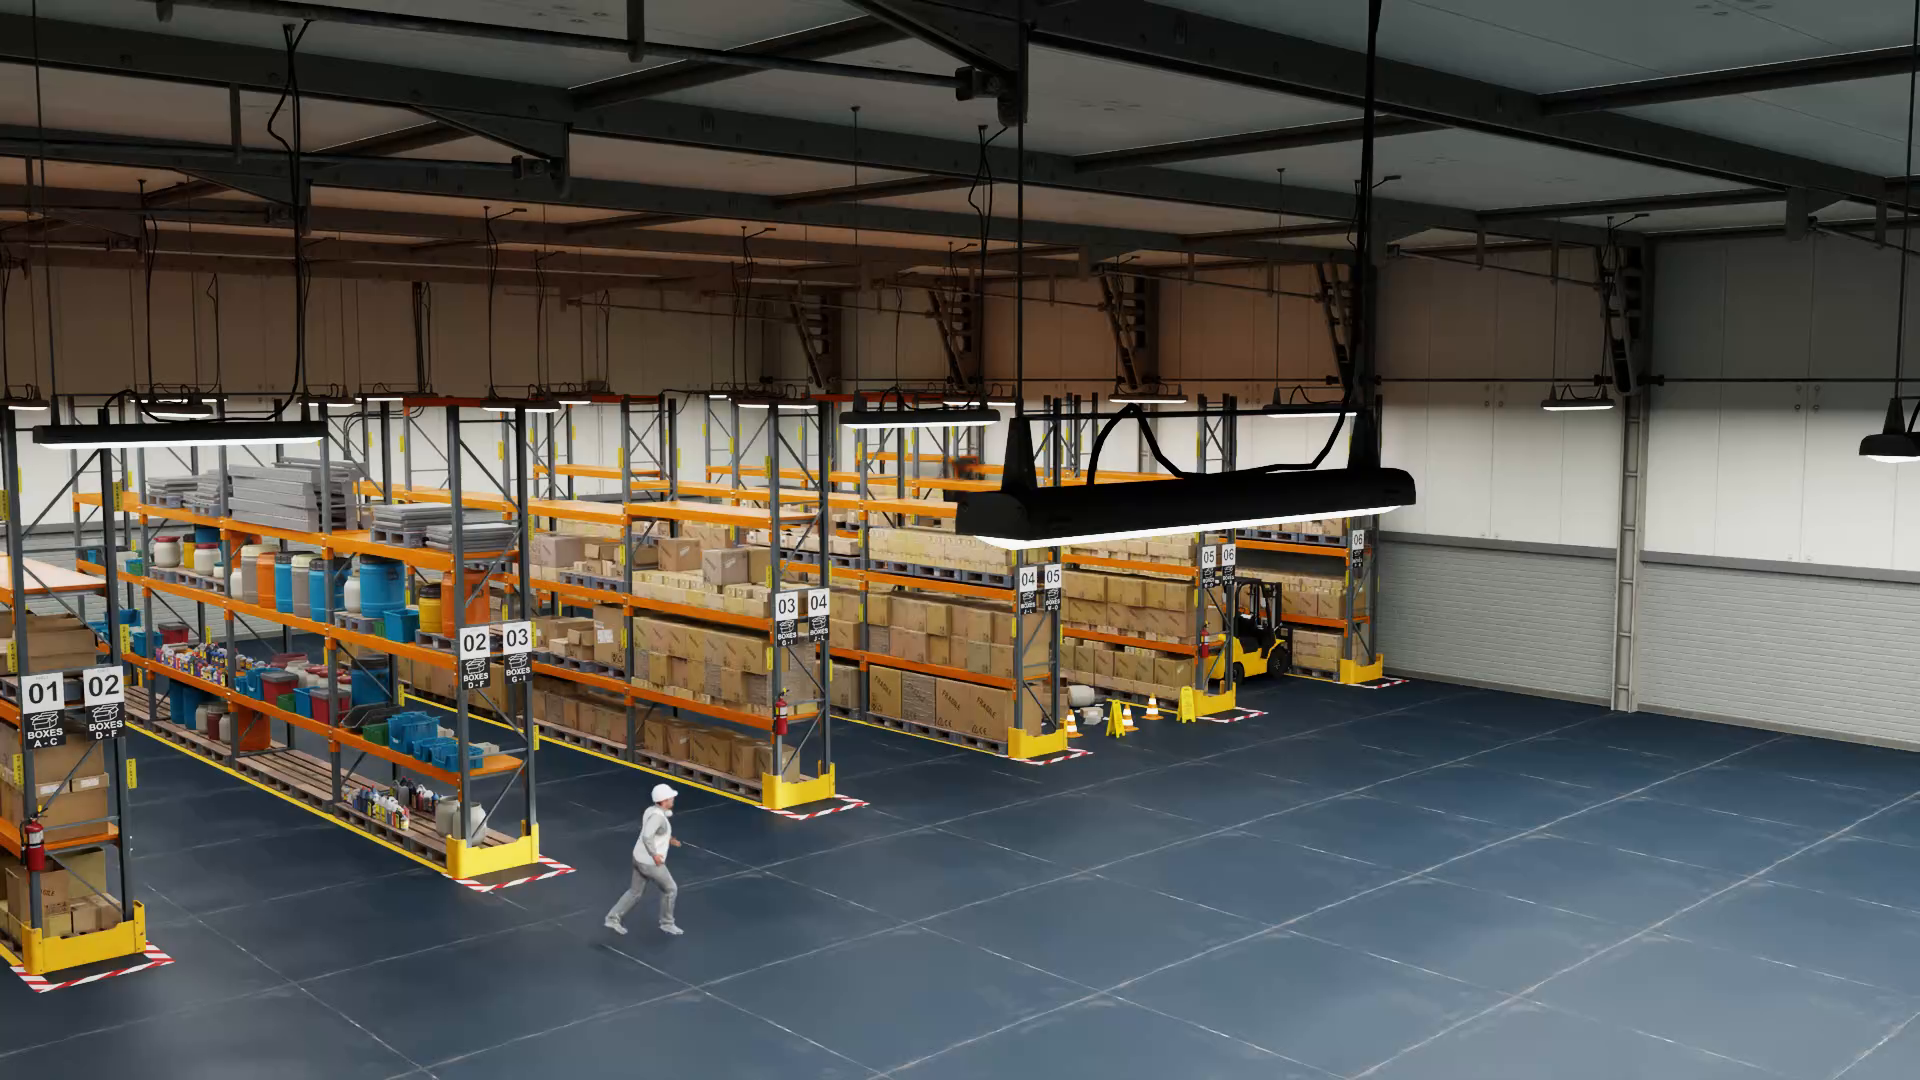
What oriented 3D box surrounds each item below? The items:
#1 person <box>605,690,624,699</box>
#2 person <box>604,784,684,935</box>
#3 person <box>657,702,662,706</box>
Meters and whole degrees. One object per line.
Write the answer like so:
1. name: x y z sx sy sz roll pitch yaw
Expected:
1. person: -6.532 2.500 31.969 1.023 1.514 0.711 3 6 30
2. person: -3.582 3.661 18.825 0.911 1.782 0.680 -2 6 -22
3. person: -5.784 2.354 32.381 0.676 1.729 0.658 5 7 41
